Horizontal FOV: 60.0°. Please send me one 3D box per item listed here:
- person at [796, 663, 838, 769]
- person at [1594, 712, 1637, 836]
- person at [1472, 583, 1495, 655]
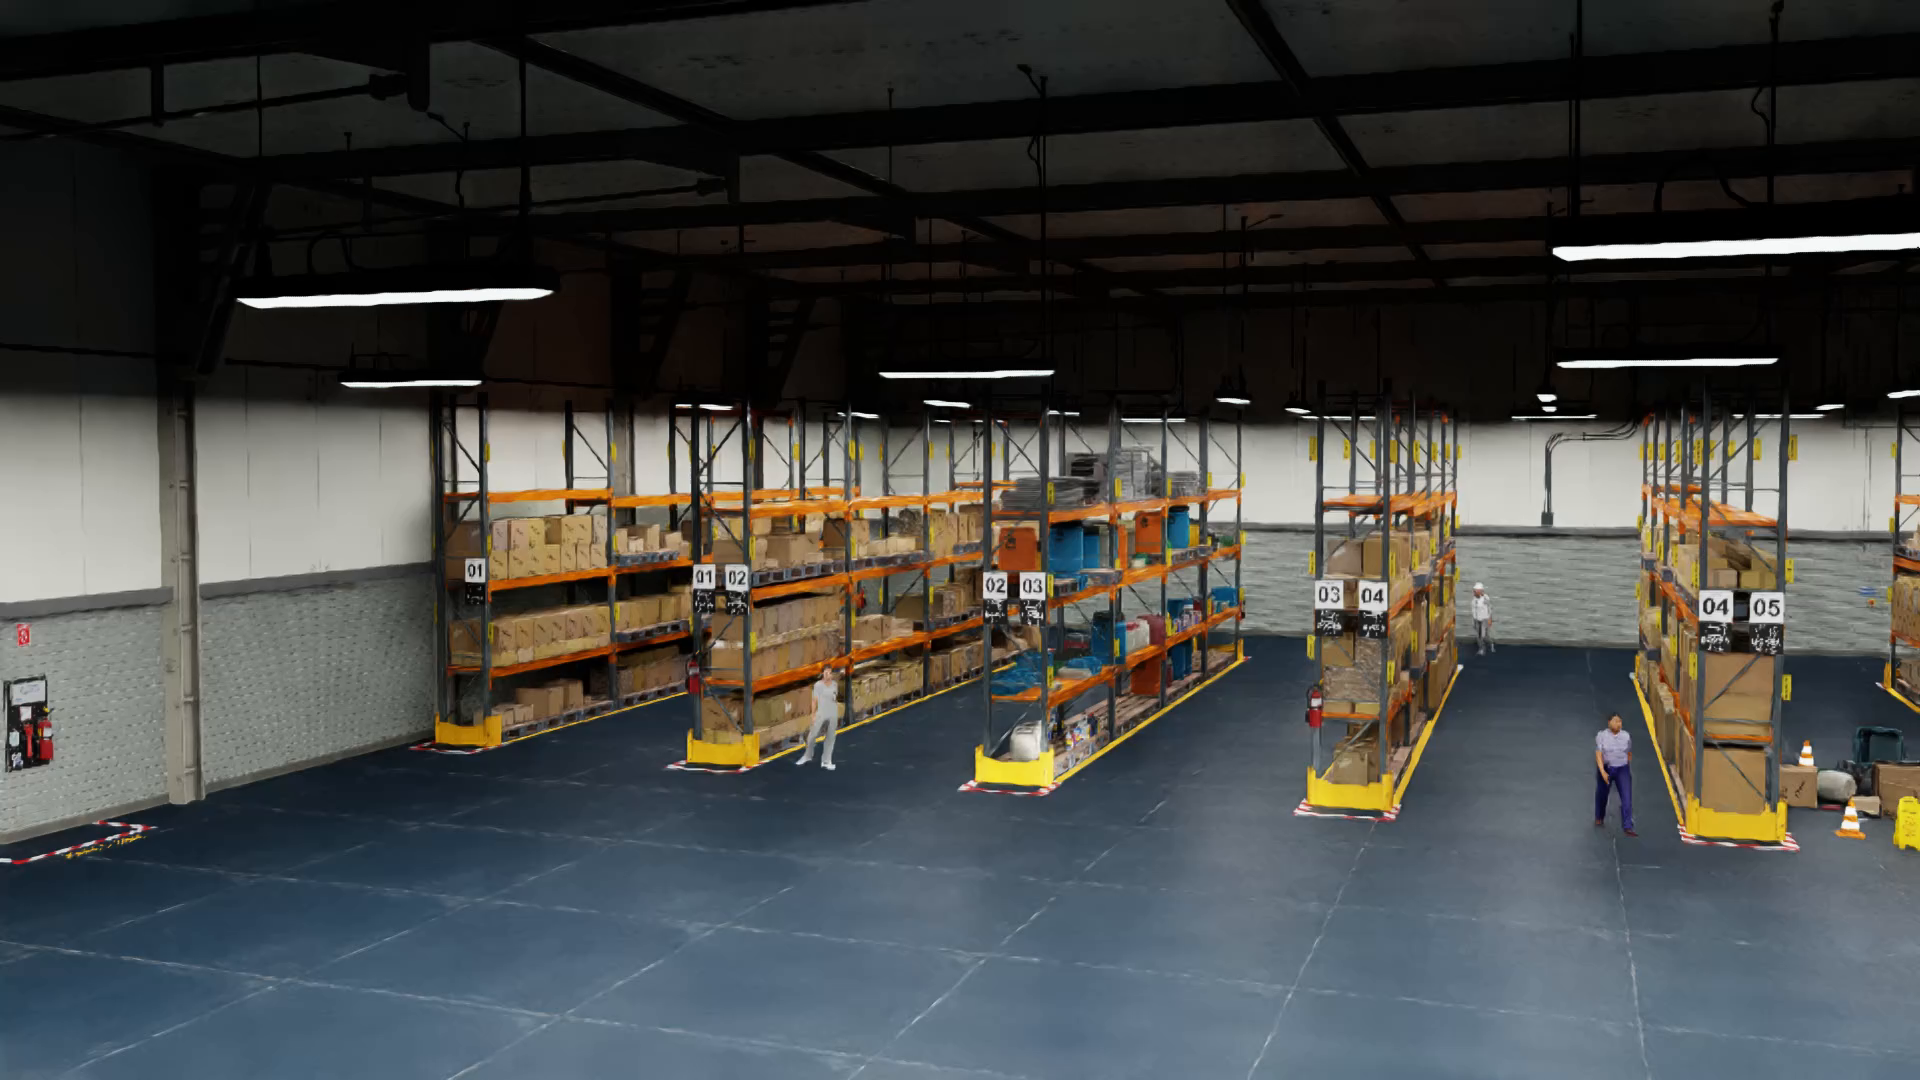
[{"bbox_3d":[-2.241,2.773,26.232,0.651,1.665,0.494,-1,3,-22],"label":"person"},{"bbox_3d":[8.564,3.036,21.813,0.478,1.580,1.000,1,3,11],"label":"person"},{"bbox_3d":[12.892,1.940,41.008,0.559,1.768,0.588,-2,4,-33],"label":"person"}]
